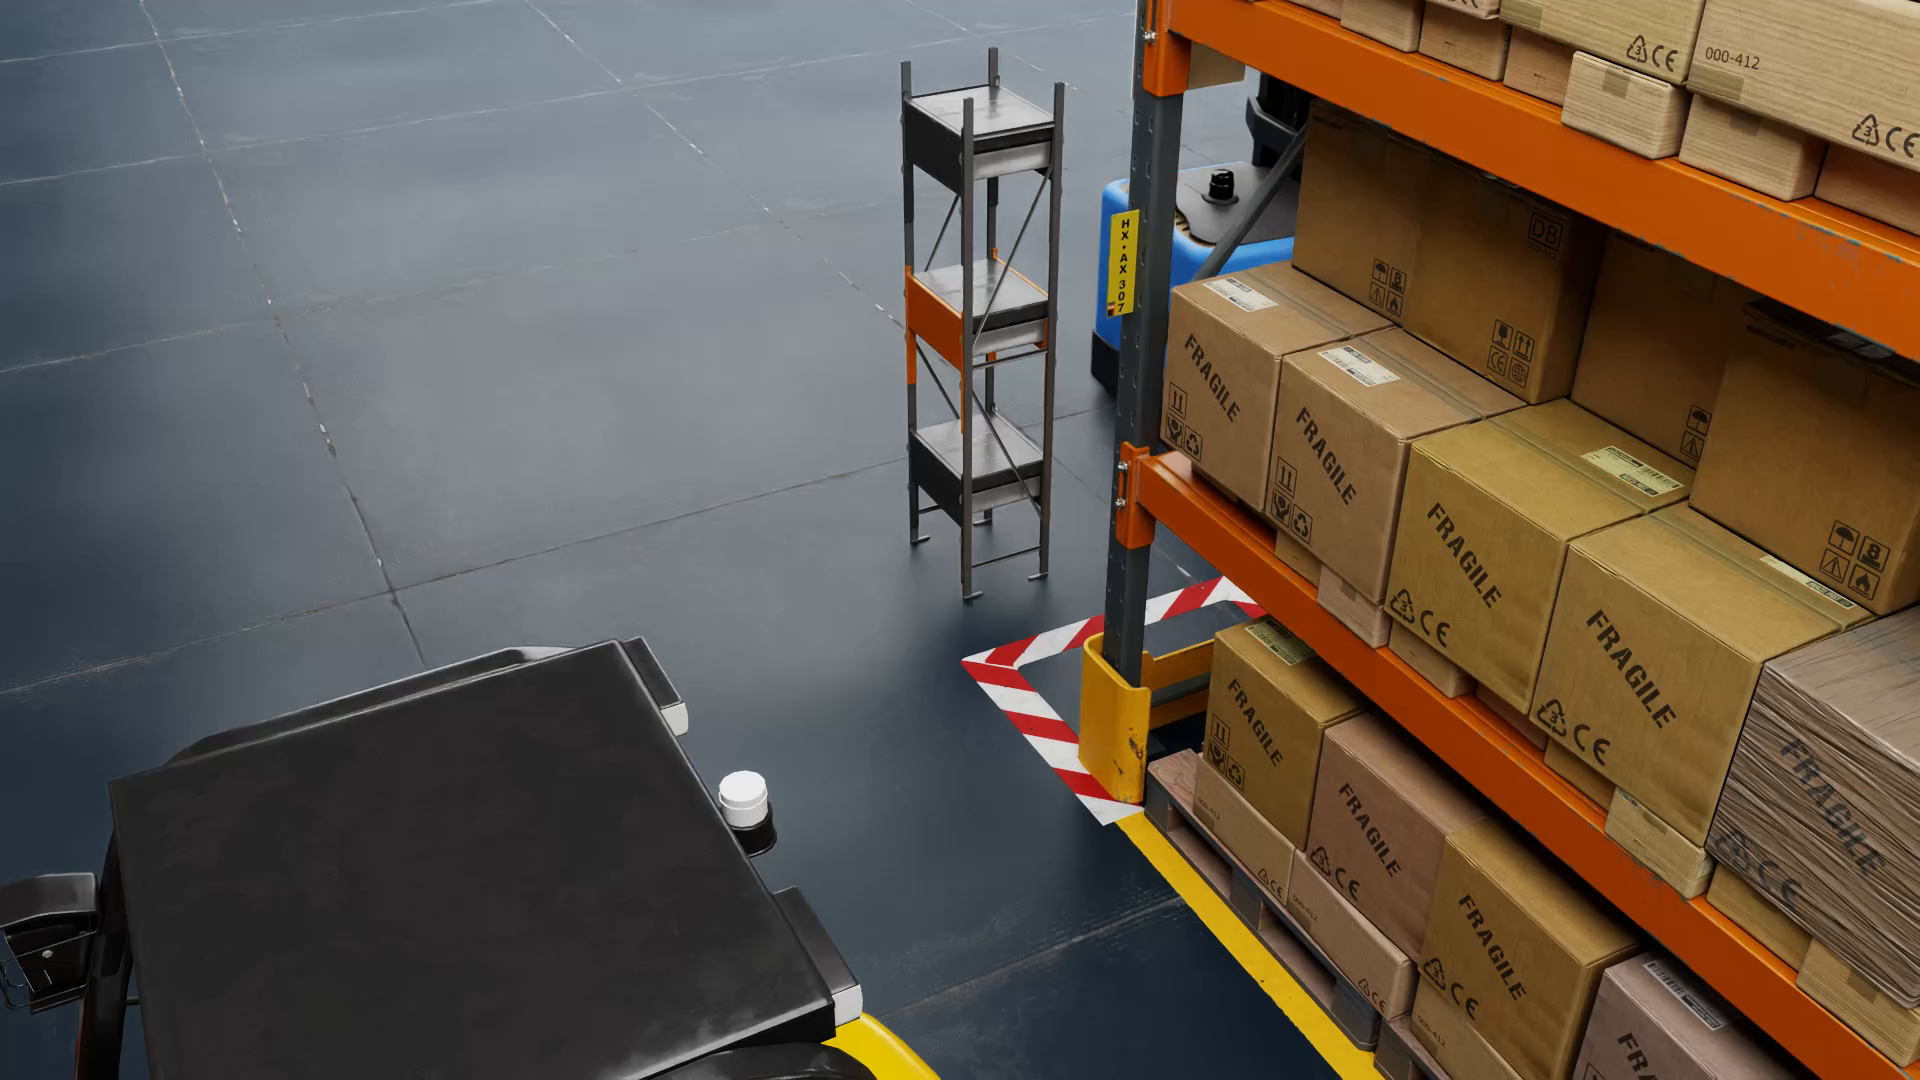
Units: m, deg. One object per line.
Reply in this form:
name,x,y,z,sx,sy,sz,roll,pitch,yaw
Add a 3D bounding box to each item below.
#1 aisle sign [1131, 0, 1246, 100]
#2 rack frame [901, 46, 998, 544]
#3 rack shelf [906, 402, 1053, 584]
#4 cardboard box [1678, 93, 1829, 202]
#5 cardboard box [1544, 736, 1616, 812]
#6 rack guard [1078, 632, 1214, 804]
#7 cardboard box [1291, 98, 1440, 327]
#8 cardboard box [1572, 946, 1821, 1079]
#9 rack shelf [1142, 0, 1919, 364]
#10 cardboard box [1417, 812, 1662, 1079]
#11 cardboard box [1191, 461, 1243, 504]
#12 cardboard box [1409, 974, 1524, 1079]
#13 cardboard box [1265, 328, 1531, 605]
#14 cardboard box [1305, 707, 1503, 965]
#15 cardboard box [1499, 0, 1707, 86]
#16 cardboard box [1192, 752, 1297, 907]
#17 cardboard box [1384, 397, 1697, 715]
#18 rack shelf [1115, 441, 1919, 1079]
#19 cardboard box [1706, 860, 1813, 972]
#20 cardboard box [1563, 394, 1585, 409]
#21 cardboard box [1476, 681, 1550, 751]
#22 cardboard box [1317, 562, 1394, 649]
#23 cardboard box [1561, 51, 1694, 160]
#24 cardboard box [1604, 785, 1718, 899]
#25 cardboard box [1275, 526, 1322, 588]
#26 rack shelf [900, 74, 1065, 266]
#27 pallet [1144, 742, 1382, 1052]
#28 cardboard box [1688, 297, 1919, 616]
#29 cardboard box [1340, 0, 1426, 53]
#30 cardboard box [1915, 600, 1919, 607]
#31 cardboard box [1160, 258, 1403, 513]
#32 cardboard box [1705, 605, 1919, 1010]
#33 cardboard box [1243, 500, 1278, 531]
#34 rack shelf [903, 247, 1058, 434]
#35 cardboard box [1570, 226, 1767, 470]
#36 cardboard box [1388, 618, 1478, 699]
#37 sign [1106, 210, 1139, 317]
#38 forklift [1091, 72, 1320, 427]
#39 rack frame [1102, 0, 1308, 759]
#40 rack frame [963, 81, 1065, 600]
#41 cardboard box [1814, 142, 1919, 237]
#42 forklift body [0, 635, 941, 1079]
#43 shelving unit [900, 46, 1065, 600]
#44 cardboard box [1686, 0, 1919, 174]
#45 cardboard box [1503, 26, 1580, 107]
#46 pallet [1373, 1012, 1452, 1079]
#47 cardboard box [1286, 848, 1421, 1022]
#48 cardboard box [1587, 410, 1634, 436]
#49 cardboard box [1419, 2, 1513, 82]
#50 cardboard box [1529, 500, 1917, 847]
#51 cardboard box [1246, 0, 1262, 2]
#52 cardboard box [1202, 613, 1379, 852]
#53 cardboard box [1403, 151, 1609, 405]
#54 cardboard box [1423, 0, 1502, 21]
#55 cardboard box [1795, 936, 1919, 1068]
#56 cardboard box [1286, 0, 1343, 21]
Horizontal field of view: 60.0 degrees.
aisle sign,0.663,-1.639,4.618,0.394,0.787,0.004,-16,36,-23
rack frame,-0.037,-0.922,6.742,0.400,2.100,0.015,-16,36,-23
rack shelf,0.077,-0.204,6.945,0.431,0.518,0.480,-16,36,-23
cardboard box,1.599,-0.779,3.137,0.380,0.149,0.250,-17,36,-24
cardboard box,1.625,0.483,3.948,0.380,0.149,0.250,-17,36,-24
rack guard,1.002,0.496,6.012,1.175,0.500,0.348,-16,36,-23
cardboard box,1.398,-0.992,4.723,0.700,0.500,0.500,-17,36,-24
cardboard box,1.841,1.281,3.935,0.500,0.500,0.500,-14,35,-21
rack shelf,1.899,-0.599,3.290,1.077,0.370,4.000,-16,36,-23
cardboard box,1.584,1.028,4.329,0.500,0.500,0.500,-15,36,-22
cardboard box,0.942,-0.273,5.128,0.380,0.149,0.250,-16,36,-23
cardboard box,1.595,1.345,4.529,0.500,0.250,0.500,-13,35,-20
cardboard box,1.186,-0.218,4.441,0.500,0.500,0.500,-15,35,-22
cardboard box,1.357,0.786,4.706,0.500,0.500,0.500,-17,36,-25
cardboard box,1.454,-1.128,3.312,0.500,0.250,0.500,-15,35,-22
cardboard box,1.098,0.843,5.314,0.500,0.250,0.500,-16,36,-23
cardboard box,1.425,0.025,4.062,0.500,0.500,0.500,-17,36,-24
rack shelf,1.899,0.665,4.099,1.077,0.370,4.000,-16,36,-23
cardboard box,1.843,0.731,3.561,0.380,0.149,0.250,-17,36,-24
cardboard box,1.693,-0.330,4.617,0.500,0.500,0.500,-16,36,-23
cardboard box,1.528,0.350,4.156,0.380,0.149,0.250,-15,35,-22
cardboard box,1.202,0.124,4.509,0.380,0.149,0.250,-15,36,-22
cardboard box,1.440,-0.894,3.318,0.380,0.149,0.250,-15,36,-23
cardboard box,1.691,0.618,3.738,0.380,0.149,0.250,-16,36,-23
cardboard box,1.124,-0.009,4.716,0.380,0.149,0.250,-17,36,-25
rack shelf,0.077,-1.383,6.190,0.431,0.518,0.480,-16,36,-23
pallet,1.350,1.014,5.471,1.003,0.211,1.213,-16,36,-23
cardboard box,2.066,-0.258,3.577,0.700,0.500,0.500,-16,36,-23
cardboard box,1.129,-1.272,3.908,0.380,0.149,0.250,-15,36,-22
cardboard box,2.143,0.156,3.858,0.500,0.500,0.500,-15,36,-23
cardboard box,0.942,-0.464,4.826,0.500,0.500,0.500,-16,36,-24
cardboard box,1.912,0.509,3.307,0.500,0.500,0.500,-15,36,-22
cardboard box,1.072,-0.156,4.946,0.380,0.149,0.250,-15,36,-22
rack shelf,0.077,-0.794,6.568,0.431,0.518,0.480,-16,36,-23
cardboard box,1.956,-0.531,4.004,0.700,0.500,0.500,-16,36,-24
cardboard box,1.352,0.239,4.330,0.380,0.149,0.250,-15,36,-22
sign,0.487,-0.821,4.948,0.100,0.325,0.005,-16,36,-23
forklift,2.231,-2.106,7.820,3.031,2.935,1.130,-13,35,-19
rack frame,0.967,-0.593,5.395,1.000,3.000,0.127,-16,36,-23
rack frame,0.191,-0.689,6.379,0.400,2.100,0.015,-16,36,-23
cardboard box,1.778,-0.677,2.978,0.380,0.149,0.250,-16,36,-24
forklift body,-0.925,1.461,2.976,2.313,2.155,1.214,-16,36,-23
shelving unit,0.077,-0.805,6.560,0.431,2.100,0.503,-16,36,-23
cardboard box,1.676,-0.879,2.923,0.500,0.250,0.500,-15,36,-22
cardboard box,1.393,-1.035,3.537,0.380,0.149,0.250,-17,36,-25
pallet,1.914,1.596,4.564,1.003,0.211,1.213,-16,36,-23
cardboard box,1.329,1.088,4.931,0.500,0.250,0.500,-15,35,-21
cardboard box,1.923,-0.091,4.243,0.500,0.500,0.500,-16,36,-23
cardboard box,1.266,-1.160,3.733,0.380,0.149,0.250,-16,36,-23
cardboard box,1.669,0.265,3.687,0.500,0.500,0.500,-17,36,-24
cardboard box,0.834,-1.510,4.279,0.380,0.149,0.250,-16,36,-23
cardboard box,1.110,0.538,5.094,0.500,0.500,0.500,-17,36,-25
cardboard box,1.627,-0.749,4.343,0.700,0.500,0.500,-16,36,-23
cardboard box,1.192,-1.368,3.688,0.500,0.250,0.500,-16,36,-24
cardboard box,1.935,0.861,3.358,0.380,0.149,0.250,-16,36,-24
cardboard box,1.036,-1.407,4.118,0.380,0.149,0.250,-17,36,-25
